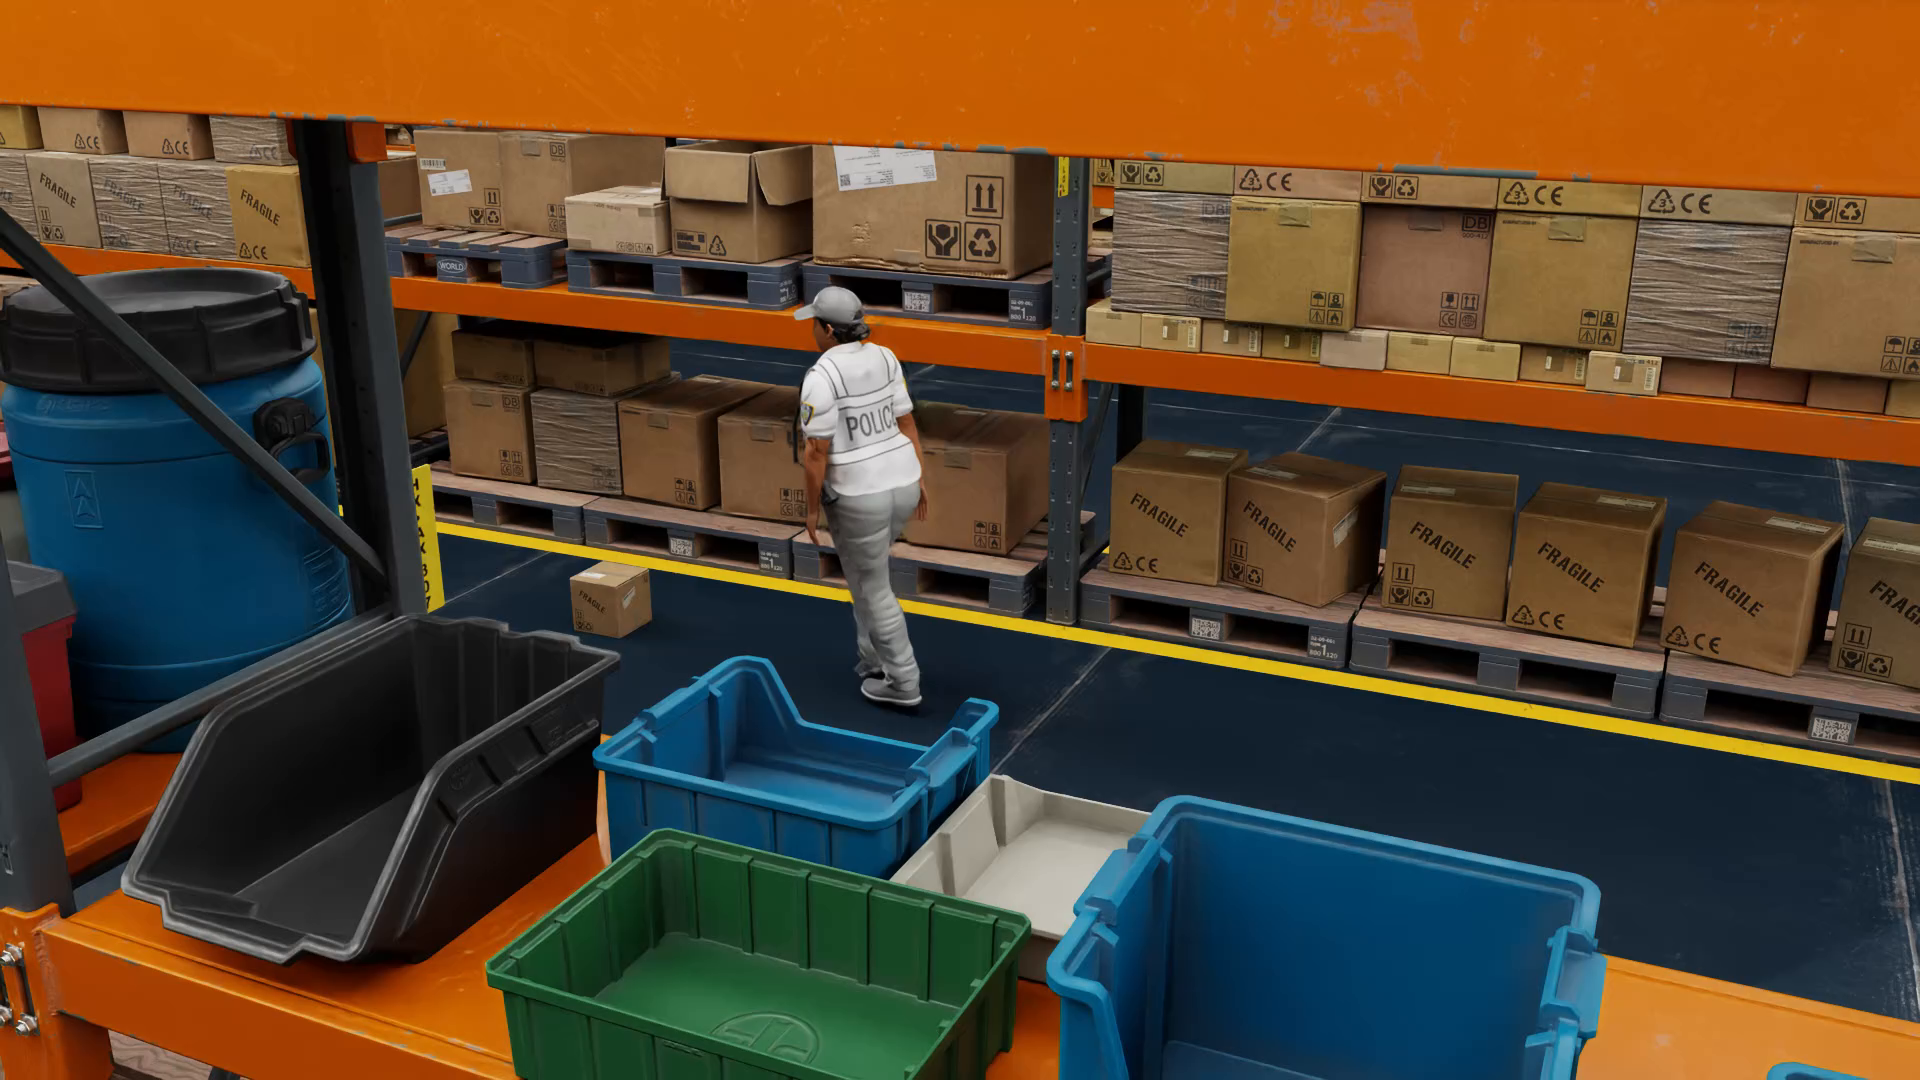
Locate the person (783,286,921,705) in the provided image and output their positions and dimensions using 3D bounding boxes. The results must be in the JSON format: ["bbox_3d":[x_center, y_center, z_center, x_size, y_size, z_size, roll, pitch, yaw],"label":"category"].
[{"bbox_3d":[-0.429,-0.147,6.540,0.680,1.689,0.506,14,24,35],"label":"person"}]
